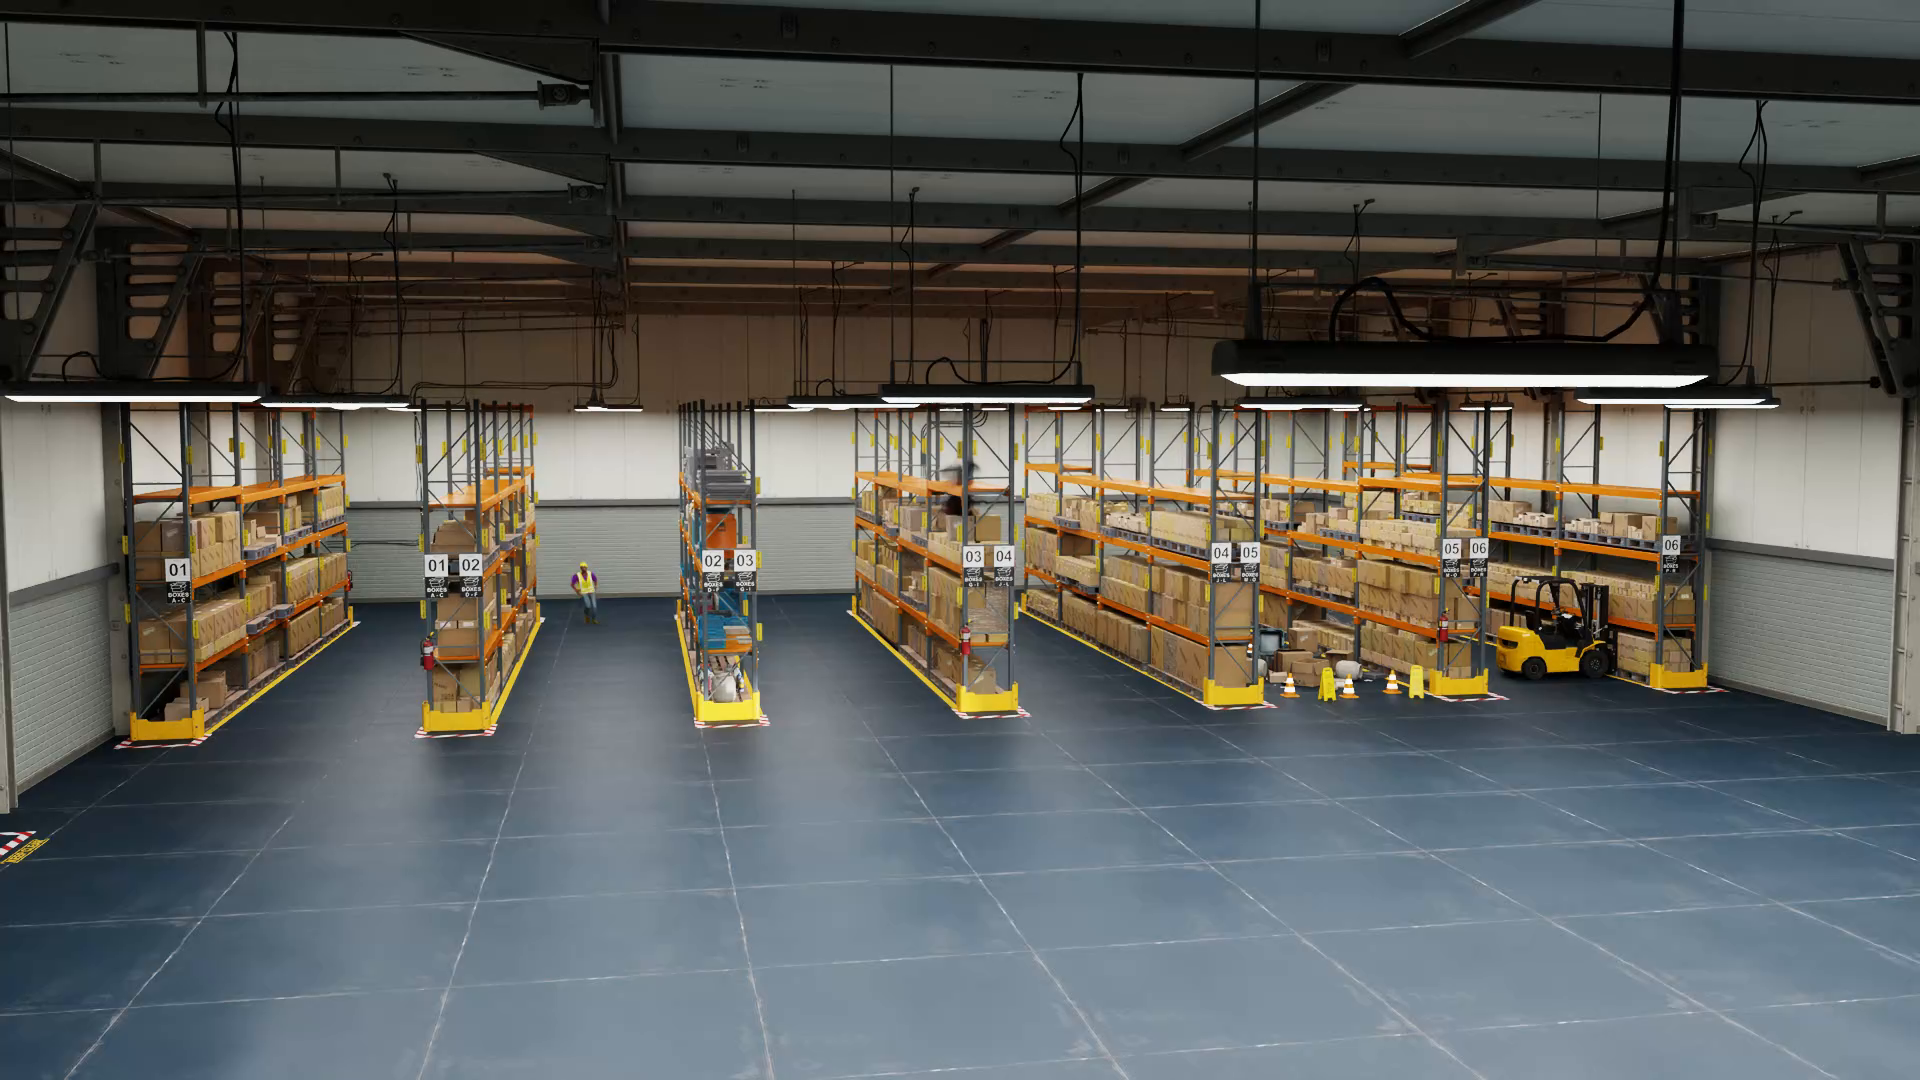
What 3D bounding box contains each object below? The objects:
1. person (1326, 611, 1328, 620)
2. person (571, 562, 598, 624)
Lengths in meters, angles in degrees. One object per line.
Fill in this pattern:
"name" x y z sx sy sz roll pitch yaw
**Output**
"person" 9.612 1.555 44.189 0.585 1.654 0.565 -1 4 -15
"person" -10.183 1.451 45.329 0.701 1.688 0.574 -2 5 -30
